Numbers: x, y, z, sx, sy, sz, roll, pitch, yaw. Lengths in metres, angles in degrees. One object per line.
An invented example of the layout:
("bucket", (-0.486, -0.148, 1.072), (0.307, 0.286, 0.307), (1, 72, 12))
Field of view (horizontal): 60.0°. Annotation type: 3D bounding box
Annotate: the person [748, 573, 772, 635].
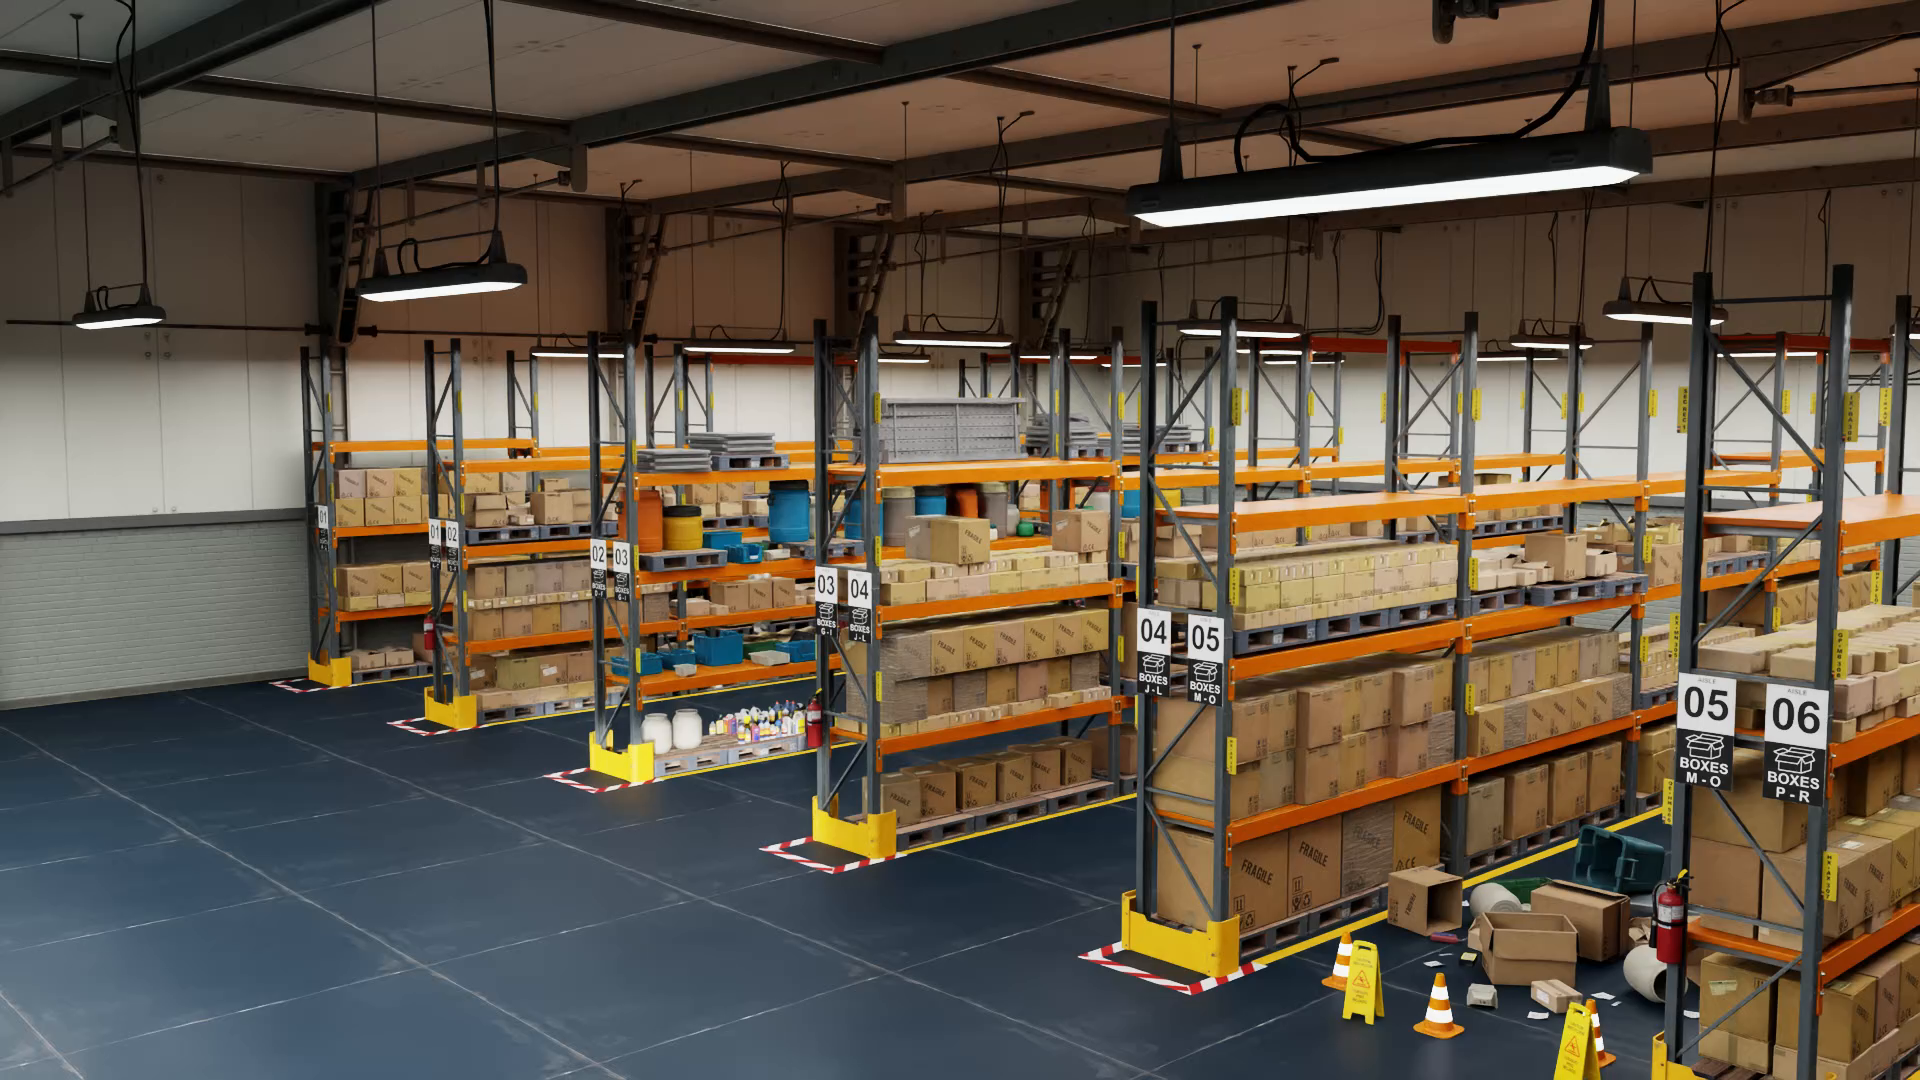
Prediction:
("person", (-4.111, 1.246, 34.239), (0.447, 1.793, 0.572), (4, 7, 40))
